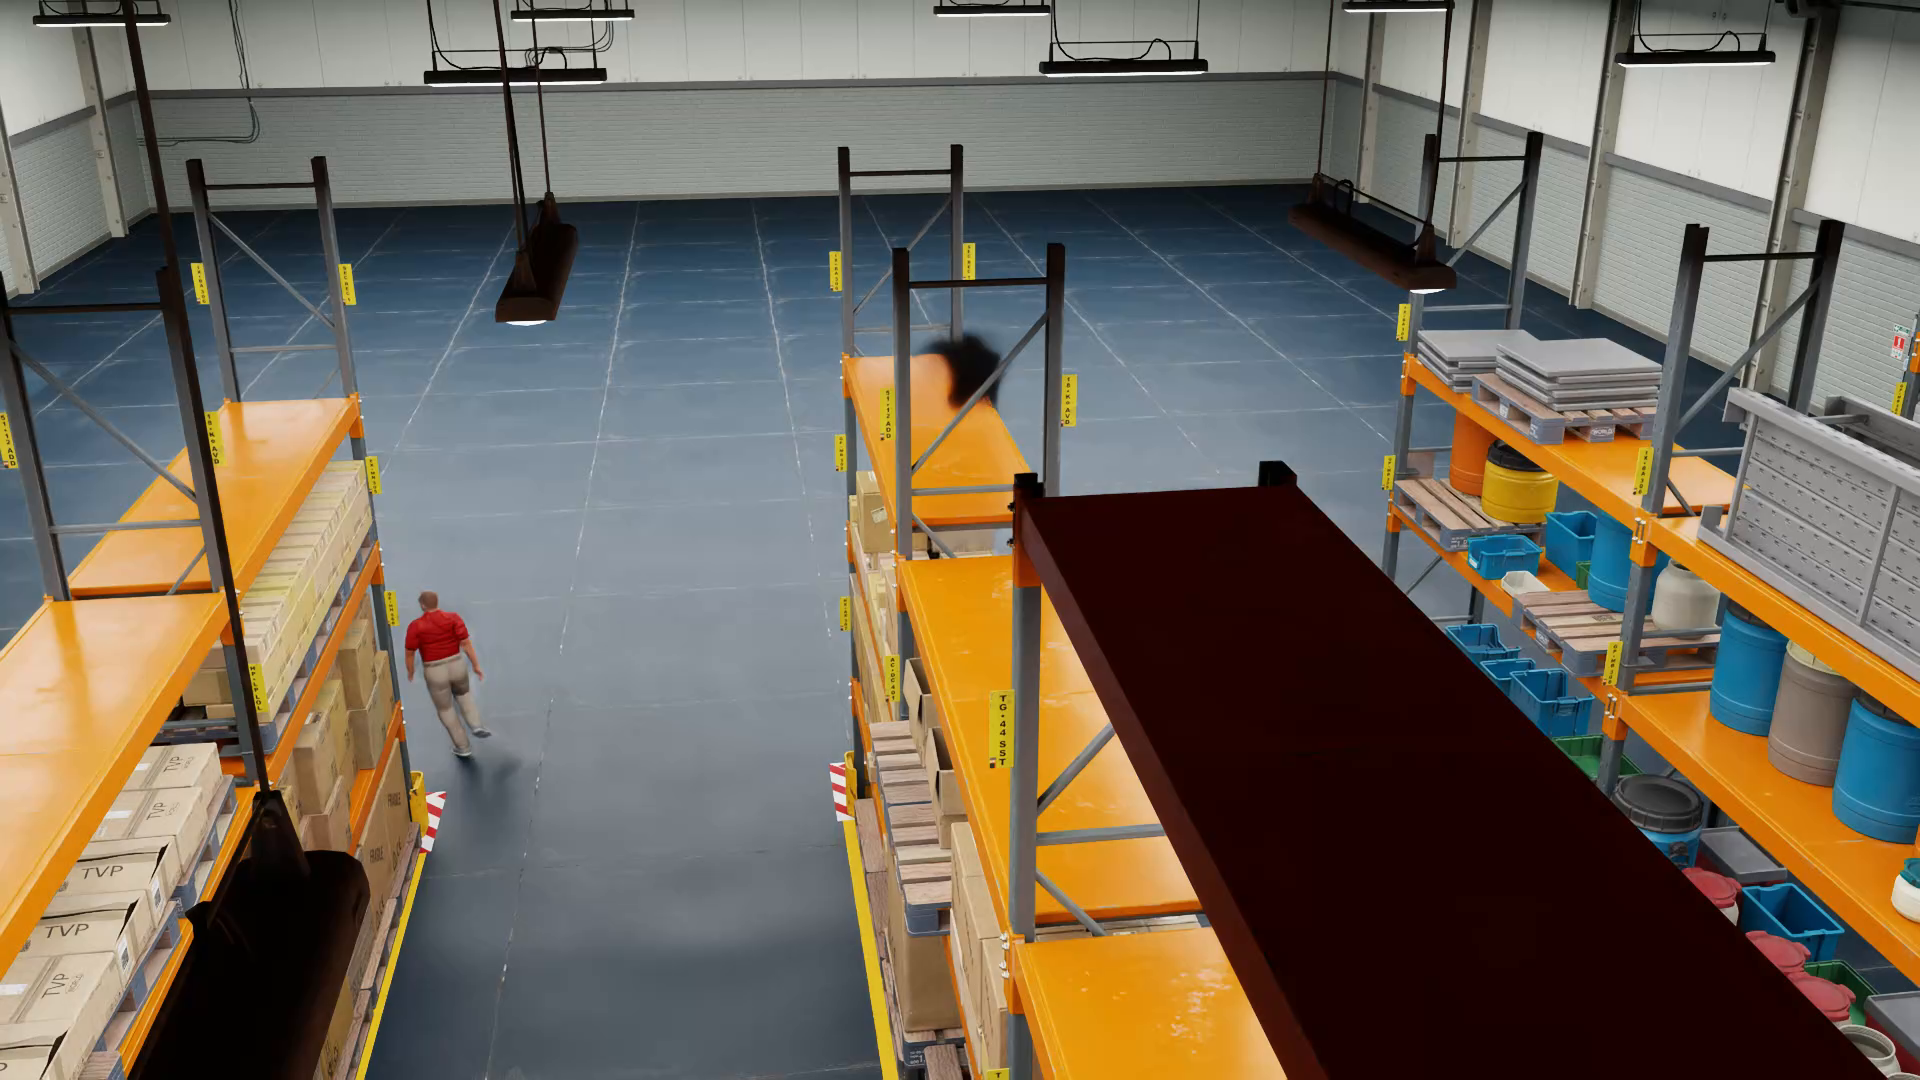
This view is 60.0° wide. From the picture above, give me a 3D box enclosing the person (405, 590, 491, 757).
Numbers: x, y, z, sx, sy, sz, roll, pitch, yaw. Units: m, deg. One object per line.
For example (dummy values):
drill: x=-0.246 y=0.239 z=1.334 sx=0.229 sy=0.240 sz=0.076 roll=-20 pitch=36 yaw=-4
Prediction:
person: x=-4.987 y=1.289 z=16.103 sx=0.665 sy=1.707 sz=0.591 roll=-15 pitch=26 yaw=-34
